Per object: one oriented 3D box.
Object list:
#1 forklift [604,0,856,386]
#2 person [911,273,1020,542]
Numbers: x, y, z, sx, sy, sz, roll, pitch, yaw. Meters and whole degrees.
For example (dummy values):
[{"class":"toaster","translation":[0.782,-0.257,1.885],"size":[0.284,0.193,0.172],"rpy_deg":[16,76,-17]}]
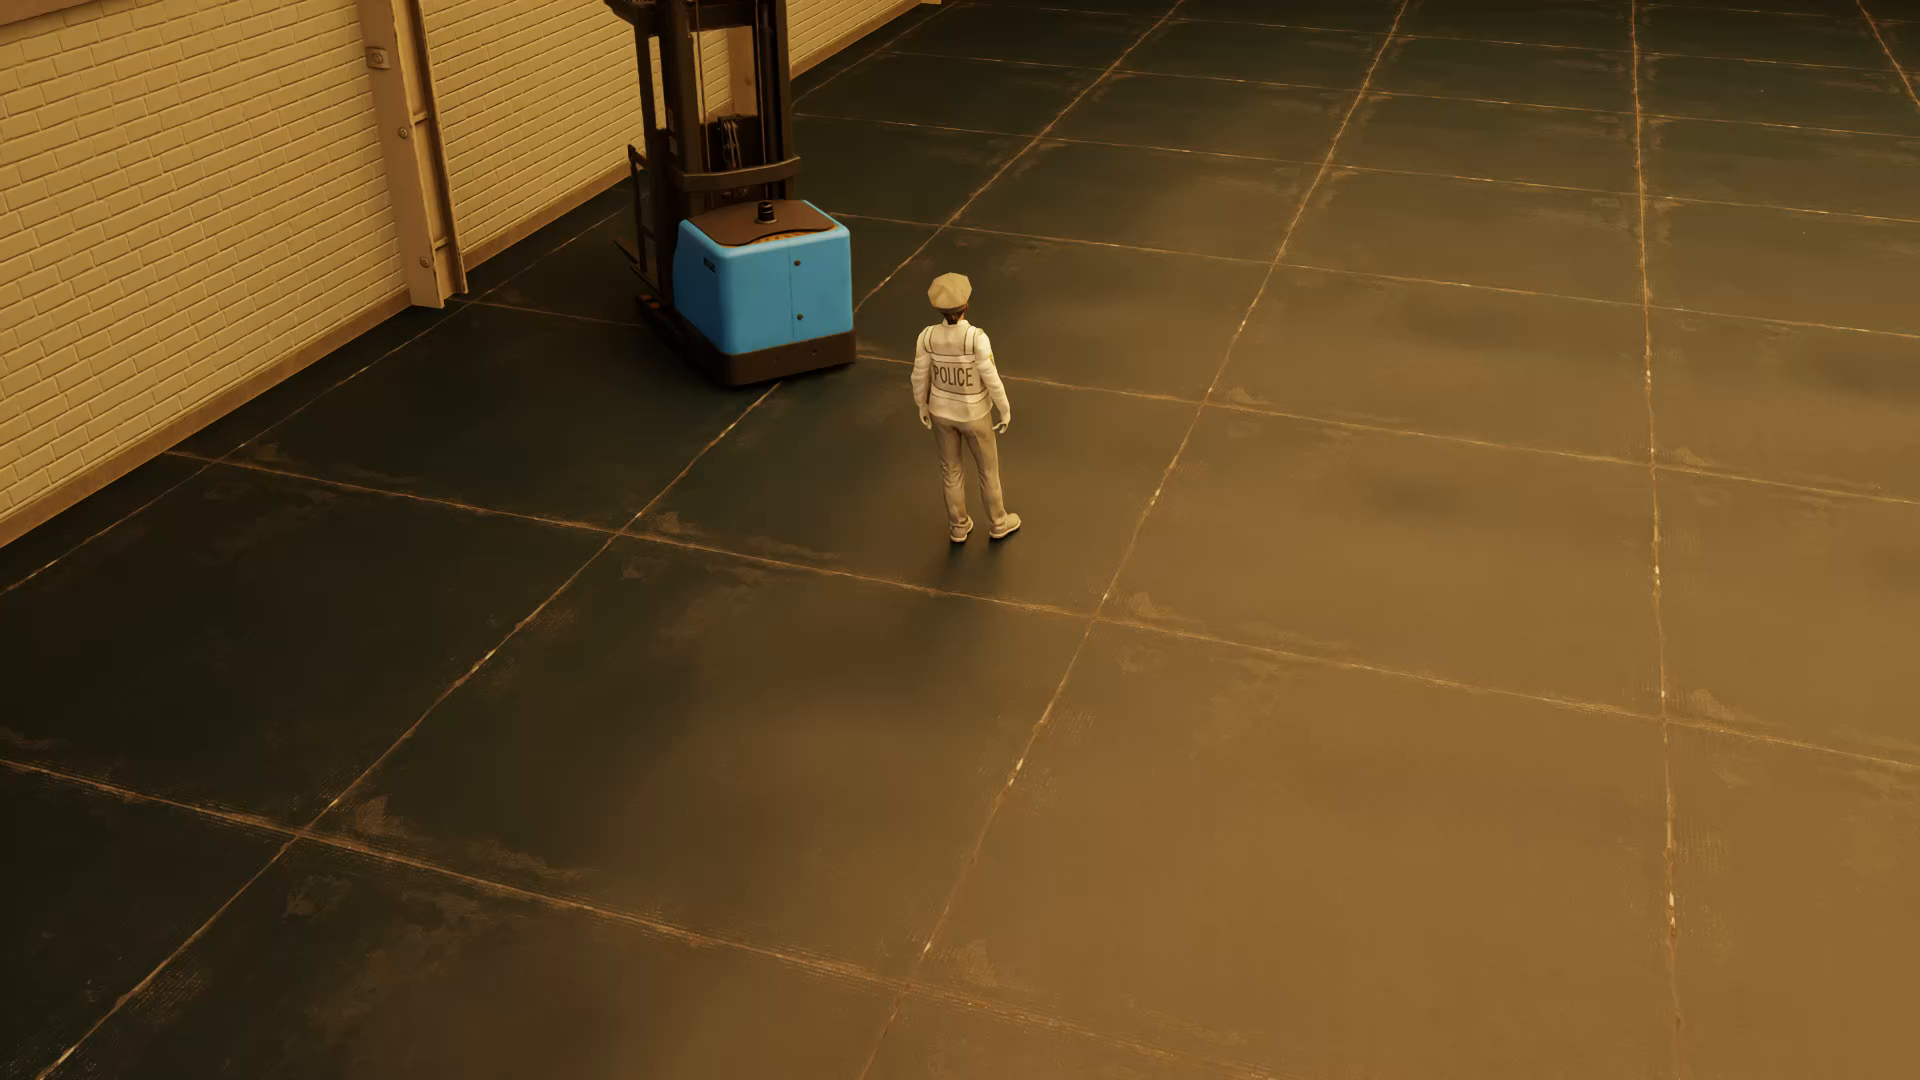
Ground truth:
[{"class":"forklift","translation":[-1.922,-3.074,12.528],"size":[1.130,2.935,3.031],"rpy_deg":[-15,33,-25]},{"class":"person","translation":[0.028,-0.773,9.726],"size":[0.587,1.696,0.534],"rpy_deg":[10,31,16]}]
